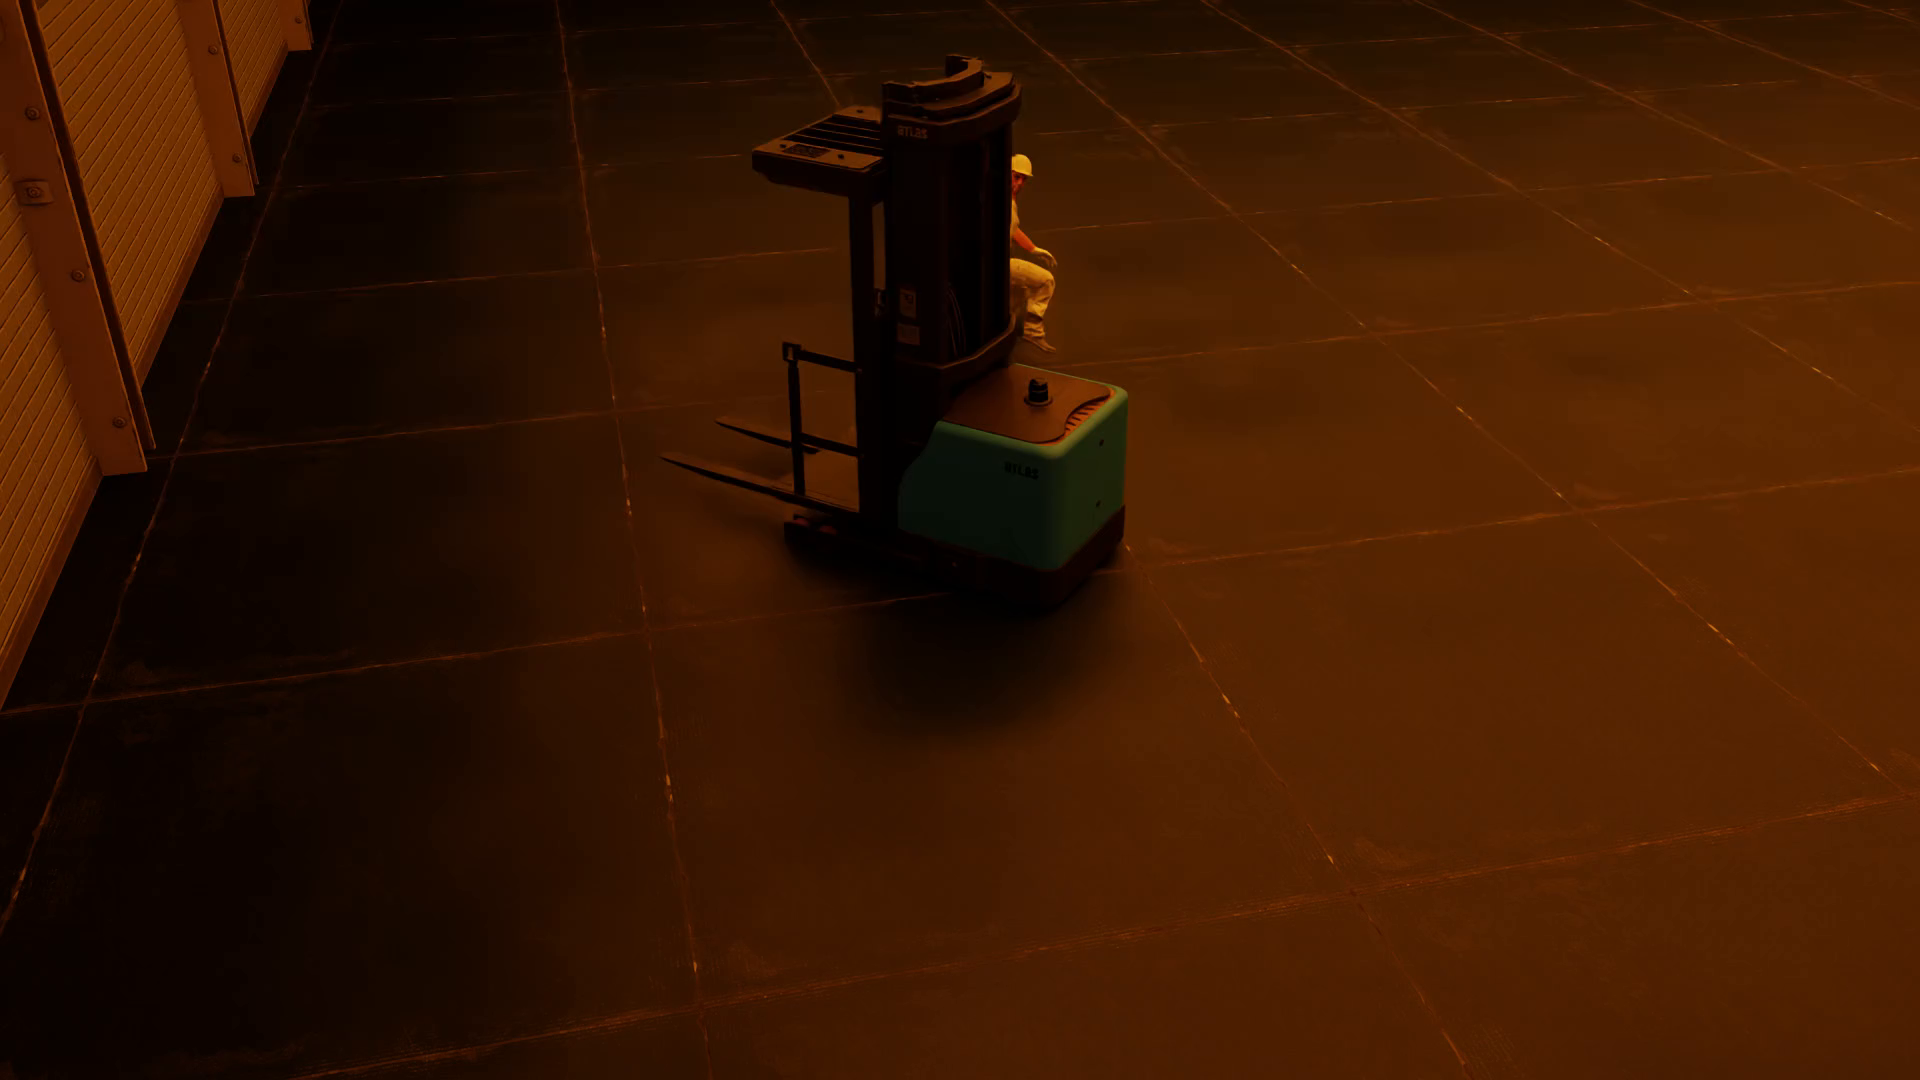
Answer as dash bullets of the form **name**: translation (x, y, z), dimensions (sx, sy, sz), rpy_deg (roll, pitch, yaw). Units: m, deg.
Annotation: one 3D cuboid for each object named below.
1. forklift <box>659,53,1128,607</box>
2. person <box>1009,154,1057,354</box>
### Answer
- **forklift**: translation (-0.517, -1.403, 9.999), dimensions (3.031, 2.935, 1.130), rpy_deg (16, 34, 25)
- **person**: translation (0.421, -2.139, 12.686), dimensions (0.738, 1.550, 0.789), rpy_deg (-4, 30, -7)
